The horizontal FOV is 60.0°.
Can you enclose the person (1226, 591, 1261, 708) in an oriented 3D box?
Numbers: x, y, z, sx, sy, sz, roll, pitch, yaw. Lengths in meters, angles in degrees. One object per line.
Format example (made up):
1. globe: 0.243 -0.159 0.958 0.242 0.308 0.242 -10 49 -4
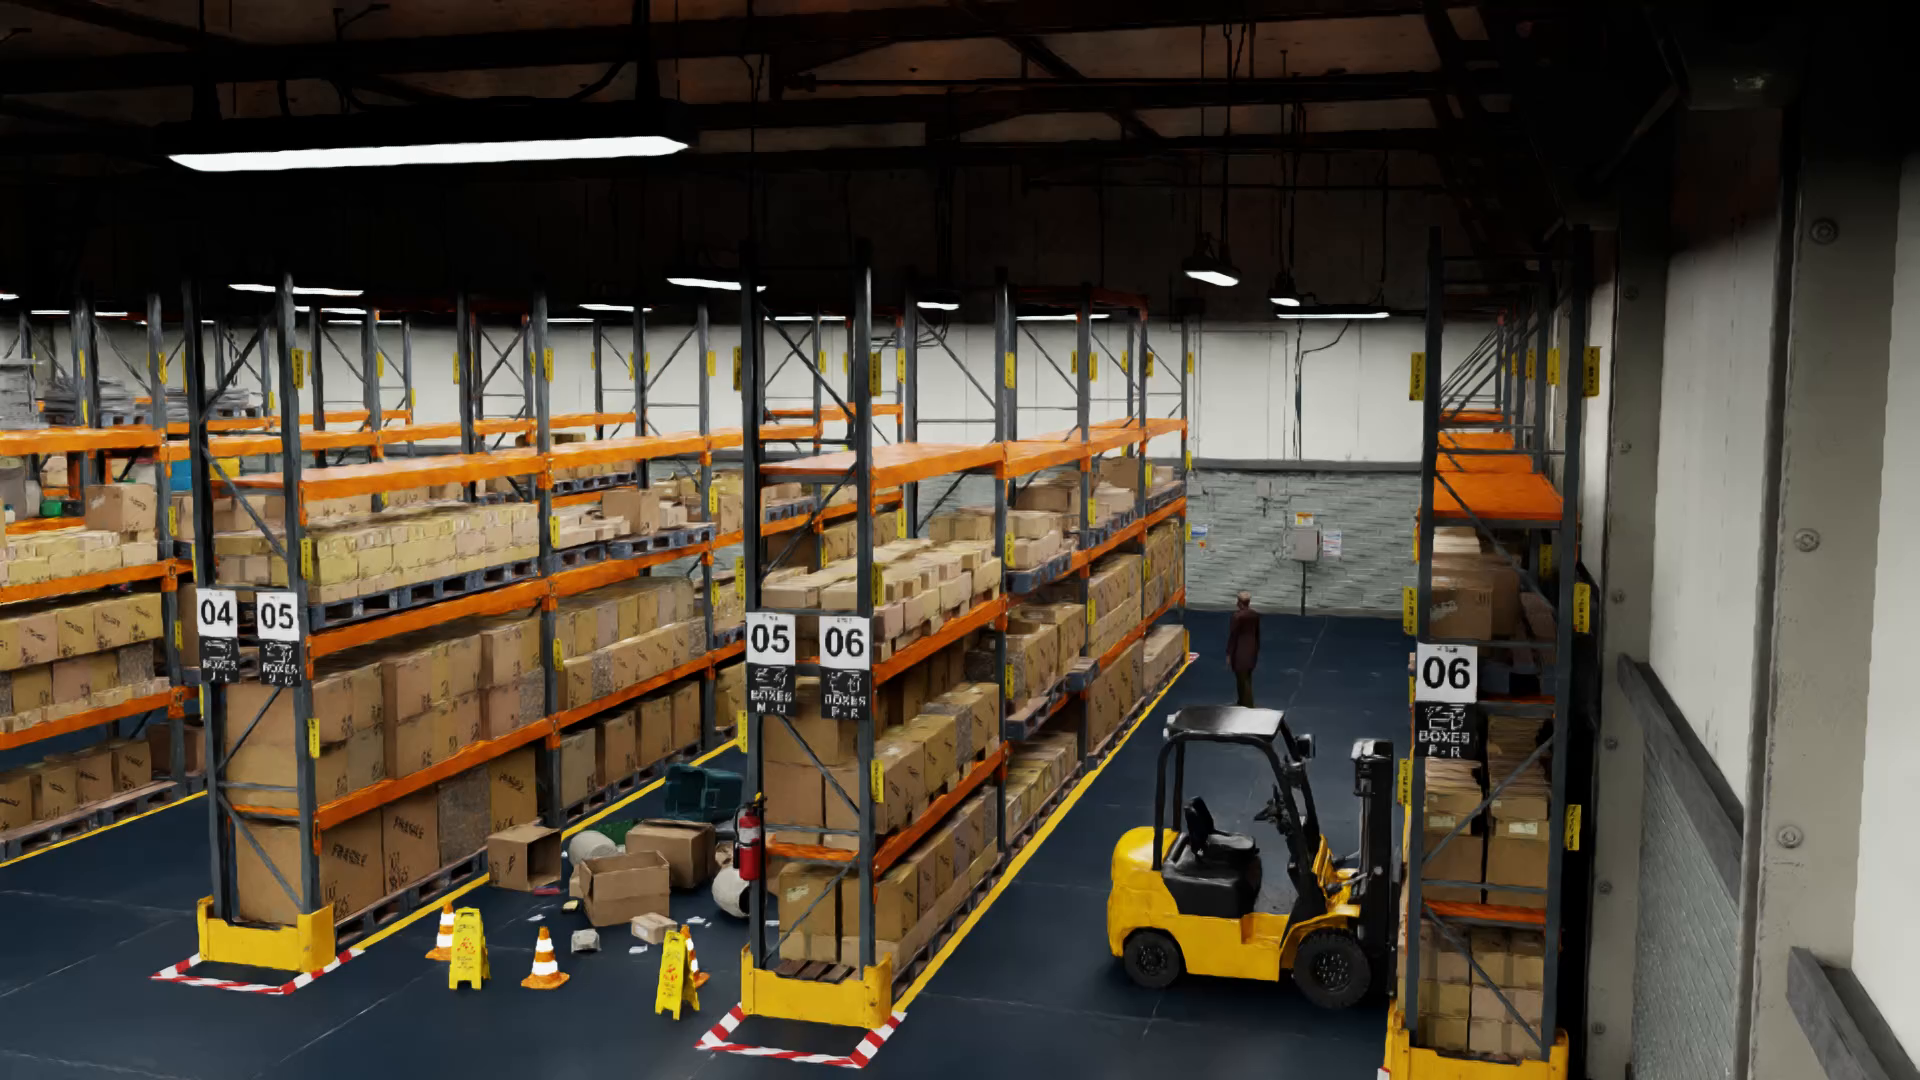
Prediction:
1. person: 4.084 1.598 23.725 0.462 1.742 0.677 6 9 44
